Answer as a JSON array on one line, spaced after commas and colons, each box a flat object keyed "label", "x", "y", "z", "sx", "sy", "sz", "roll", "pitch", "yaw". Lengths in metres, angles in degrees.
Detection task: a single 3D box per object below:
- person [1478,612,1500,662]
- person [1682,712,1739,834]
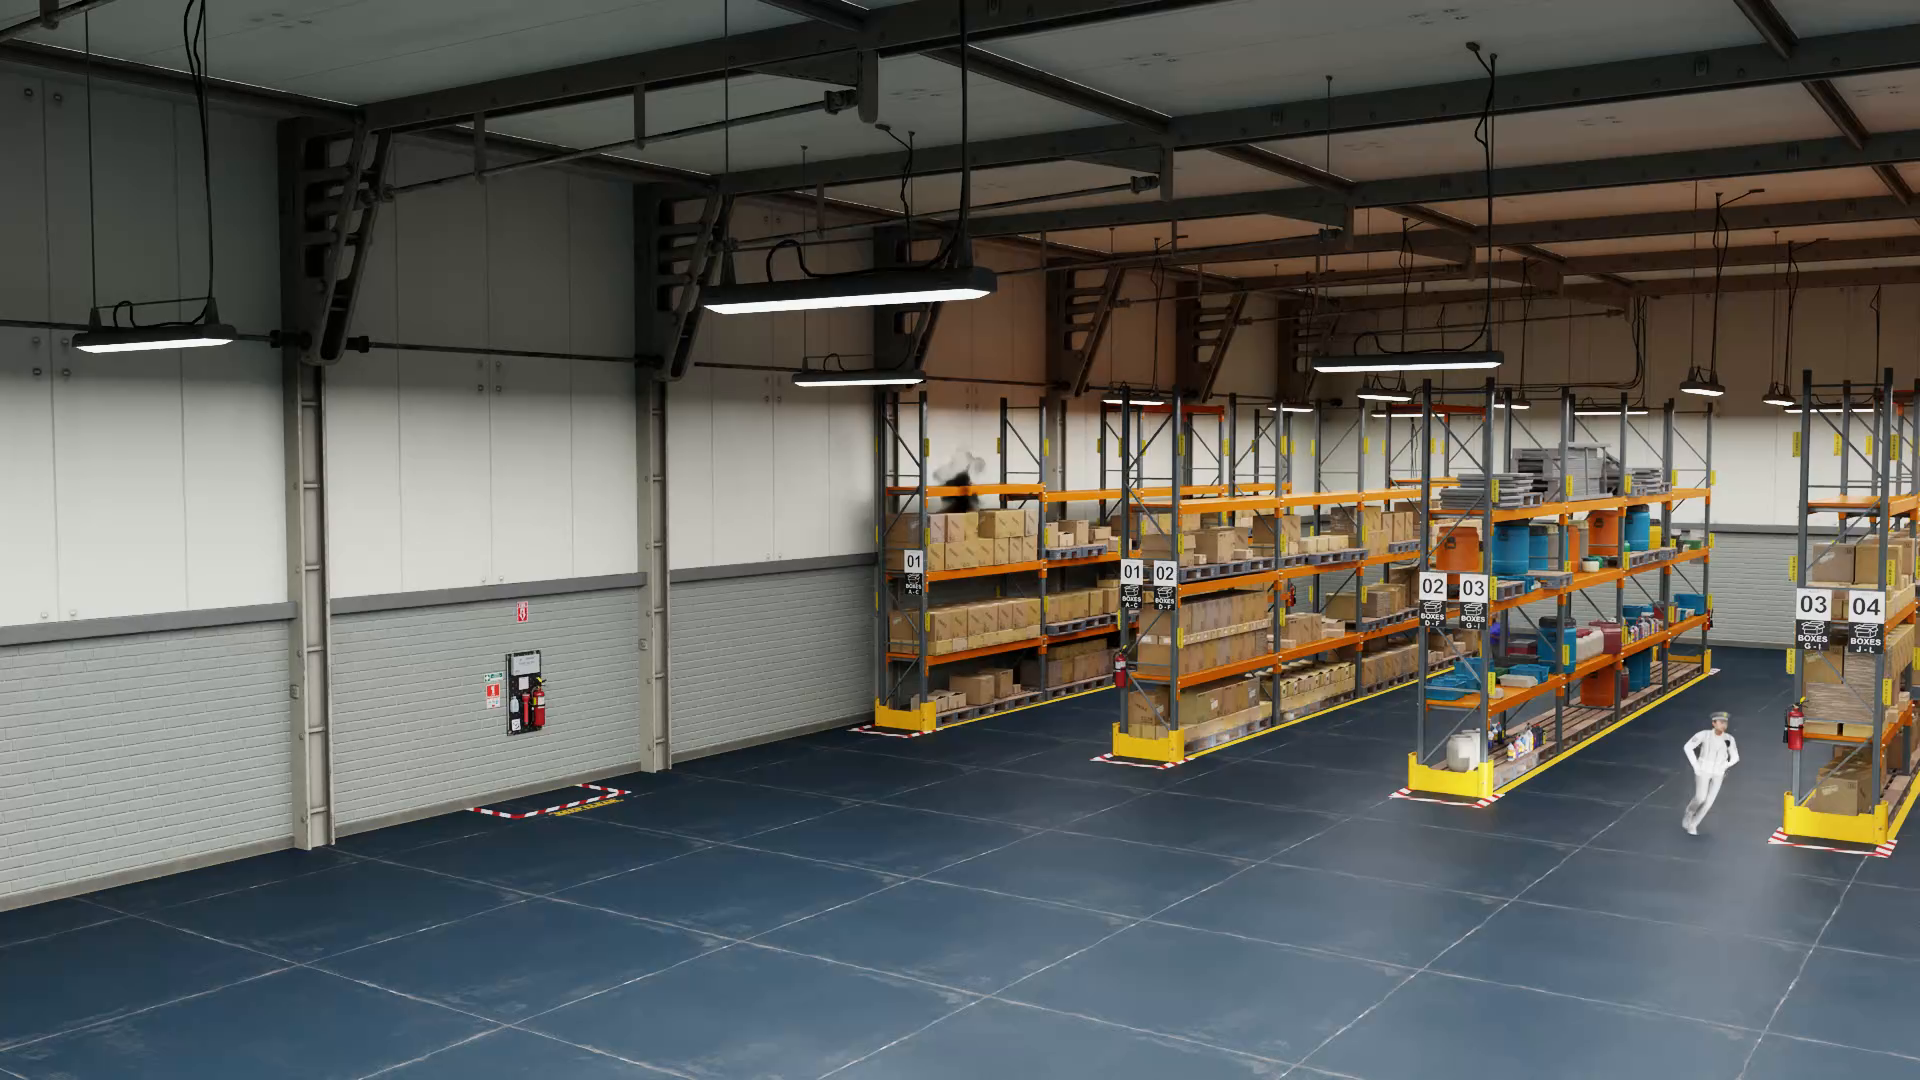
[{"label": "person", "x": 10.871, "y": 2.280, "z": 33.988, "sx": 0.554, "sy": 1.703, "sz": 0.825, "roll": 1, "pitch": 3, "yaw": 20}, {"label": "person", "x": 9.703, "y": 3.006, "z": 21.416, "sx": 0.647, "sy": 1.609, "sz": 0.491, "roll": 0, "pitch": 3, "yaw": 8}]
